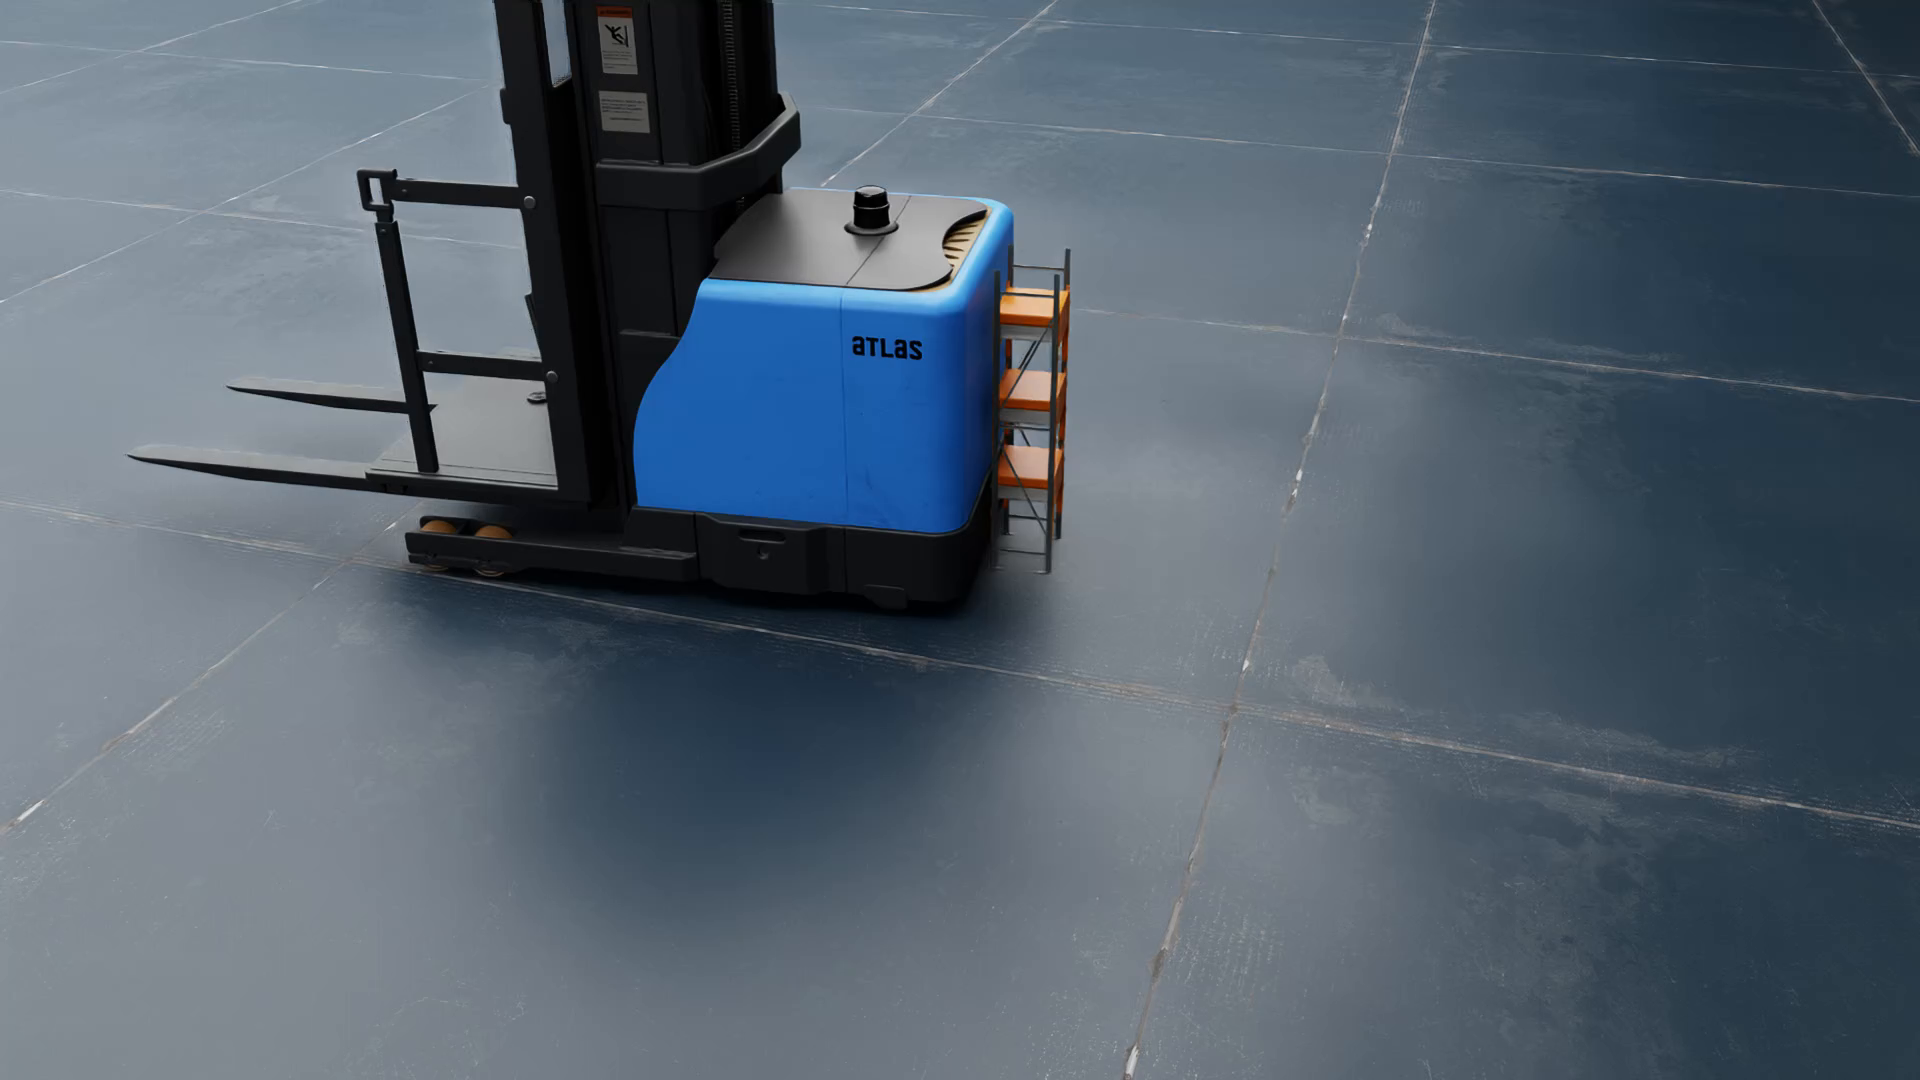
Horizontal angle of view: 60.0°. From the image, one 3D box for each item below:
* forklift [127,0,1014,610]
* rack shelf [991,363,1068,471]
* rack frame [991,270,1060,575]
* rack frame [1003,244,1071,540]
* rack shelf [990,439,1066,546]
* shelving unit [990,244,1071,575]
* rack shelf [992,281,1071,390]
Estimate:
[{"bbox_3d":[-1.374,-1.403,5.257,3.031,2.935,1.130,5,30,10],"label":"forklift"},{"bbox_3d":[0.227,-0.402,5.415,0.215,0.259,0.240,5,30,10],"label":"rack shelf"},{"bbox_3d":[0.204,-0.354,5.305,0.200,1.050,0.008,5,30,10],"label":"rack frame"},{"bbox_3d":[0.250,-0.470,5.515,0.200,1.050,0.008,5,30,10],"label":"rack frame"},{"bbox_3d":[0.227,-0.160,5.550,0.215,0.259,0.240,5,30,10],"label":"rack shelf"},{"bbox_3d":[0.227,-0.412,5.410,0.215,1.050,0.252,5,30,10],"label":"shelving unit"},{"bbox_3d":[0.227,-0.650,5.277,0.215,0.259,0.240,5,30,10],"label":"rack shelf"}]
